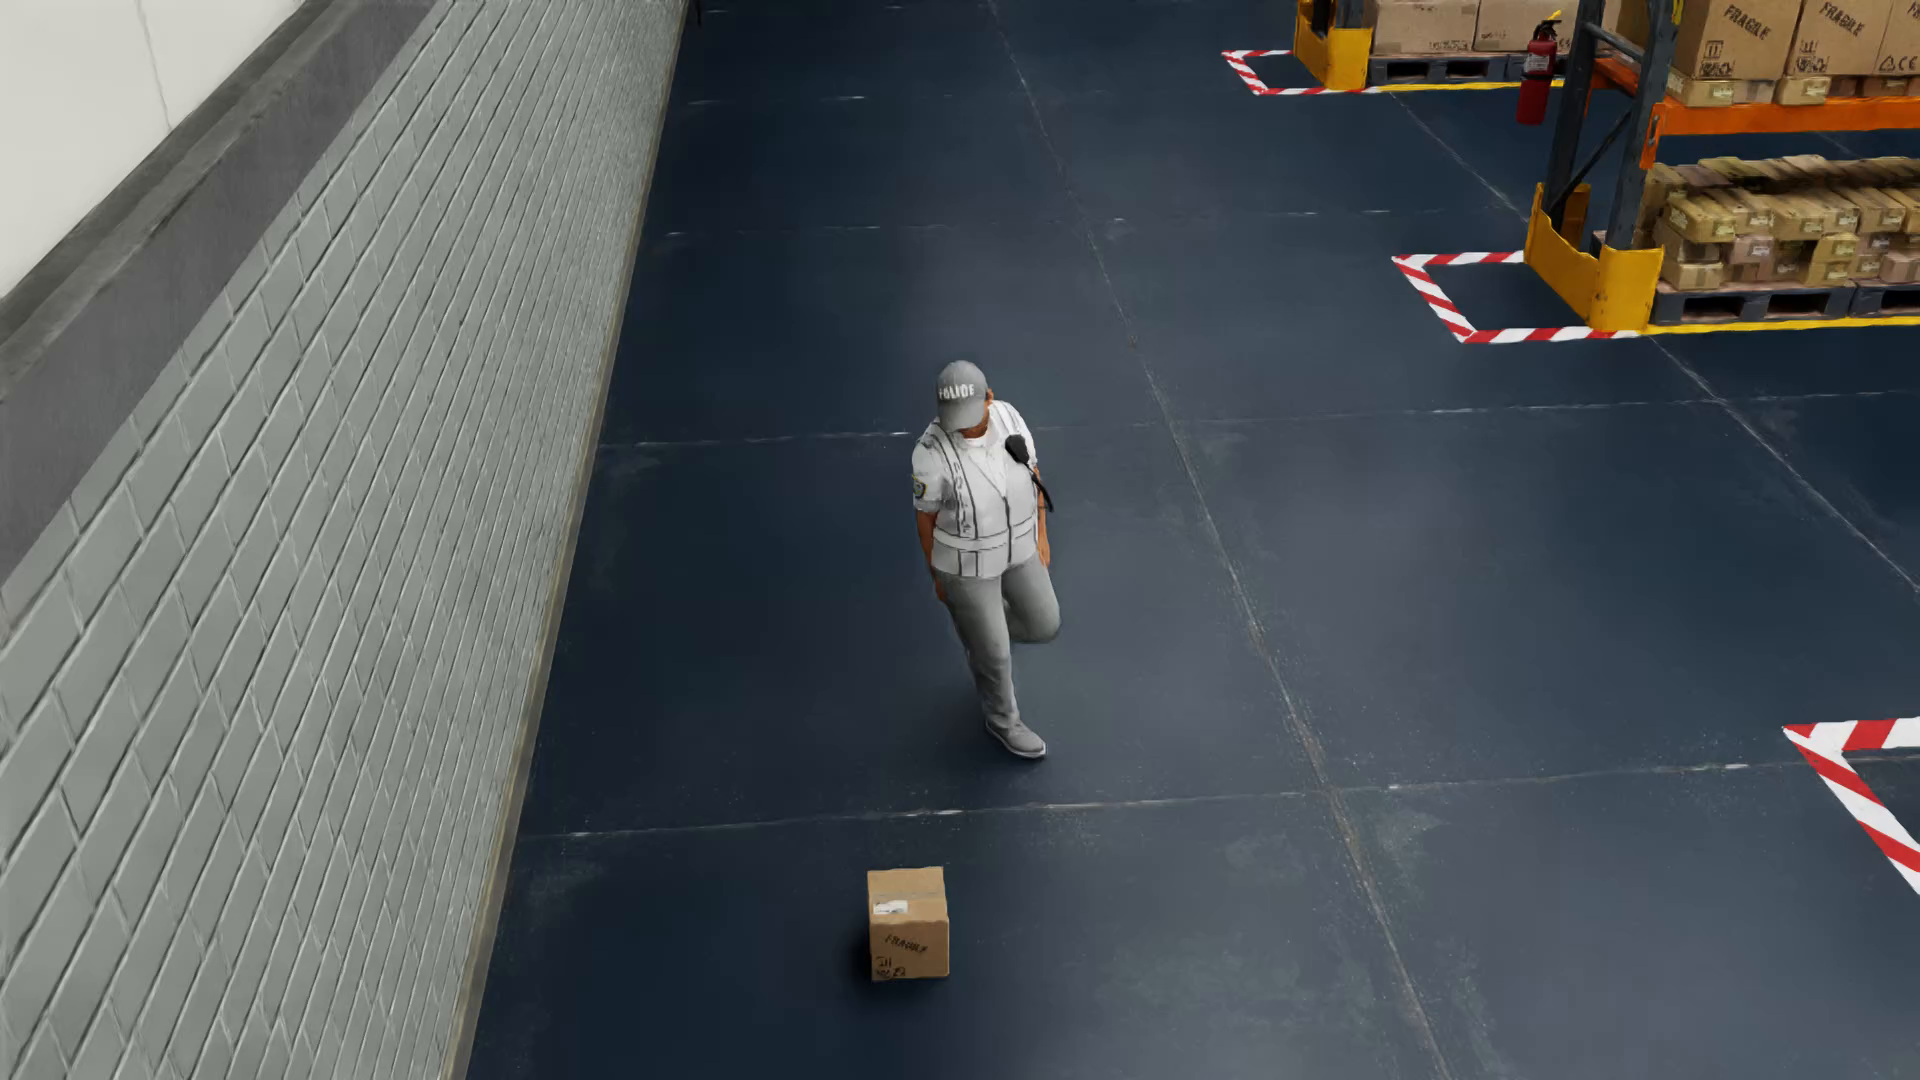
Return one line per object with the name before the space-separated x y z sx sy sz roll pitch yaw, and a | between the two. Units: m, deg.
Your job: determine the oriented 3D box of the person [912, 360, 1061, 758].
person | 0.063 0.036 6.097 0.548 1.630 0.622 -21 37 -31
